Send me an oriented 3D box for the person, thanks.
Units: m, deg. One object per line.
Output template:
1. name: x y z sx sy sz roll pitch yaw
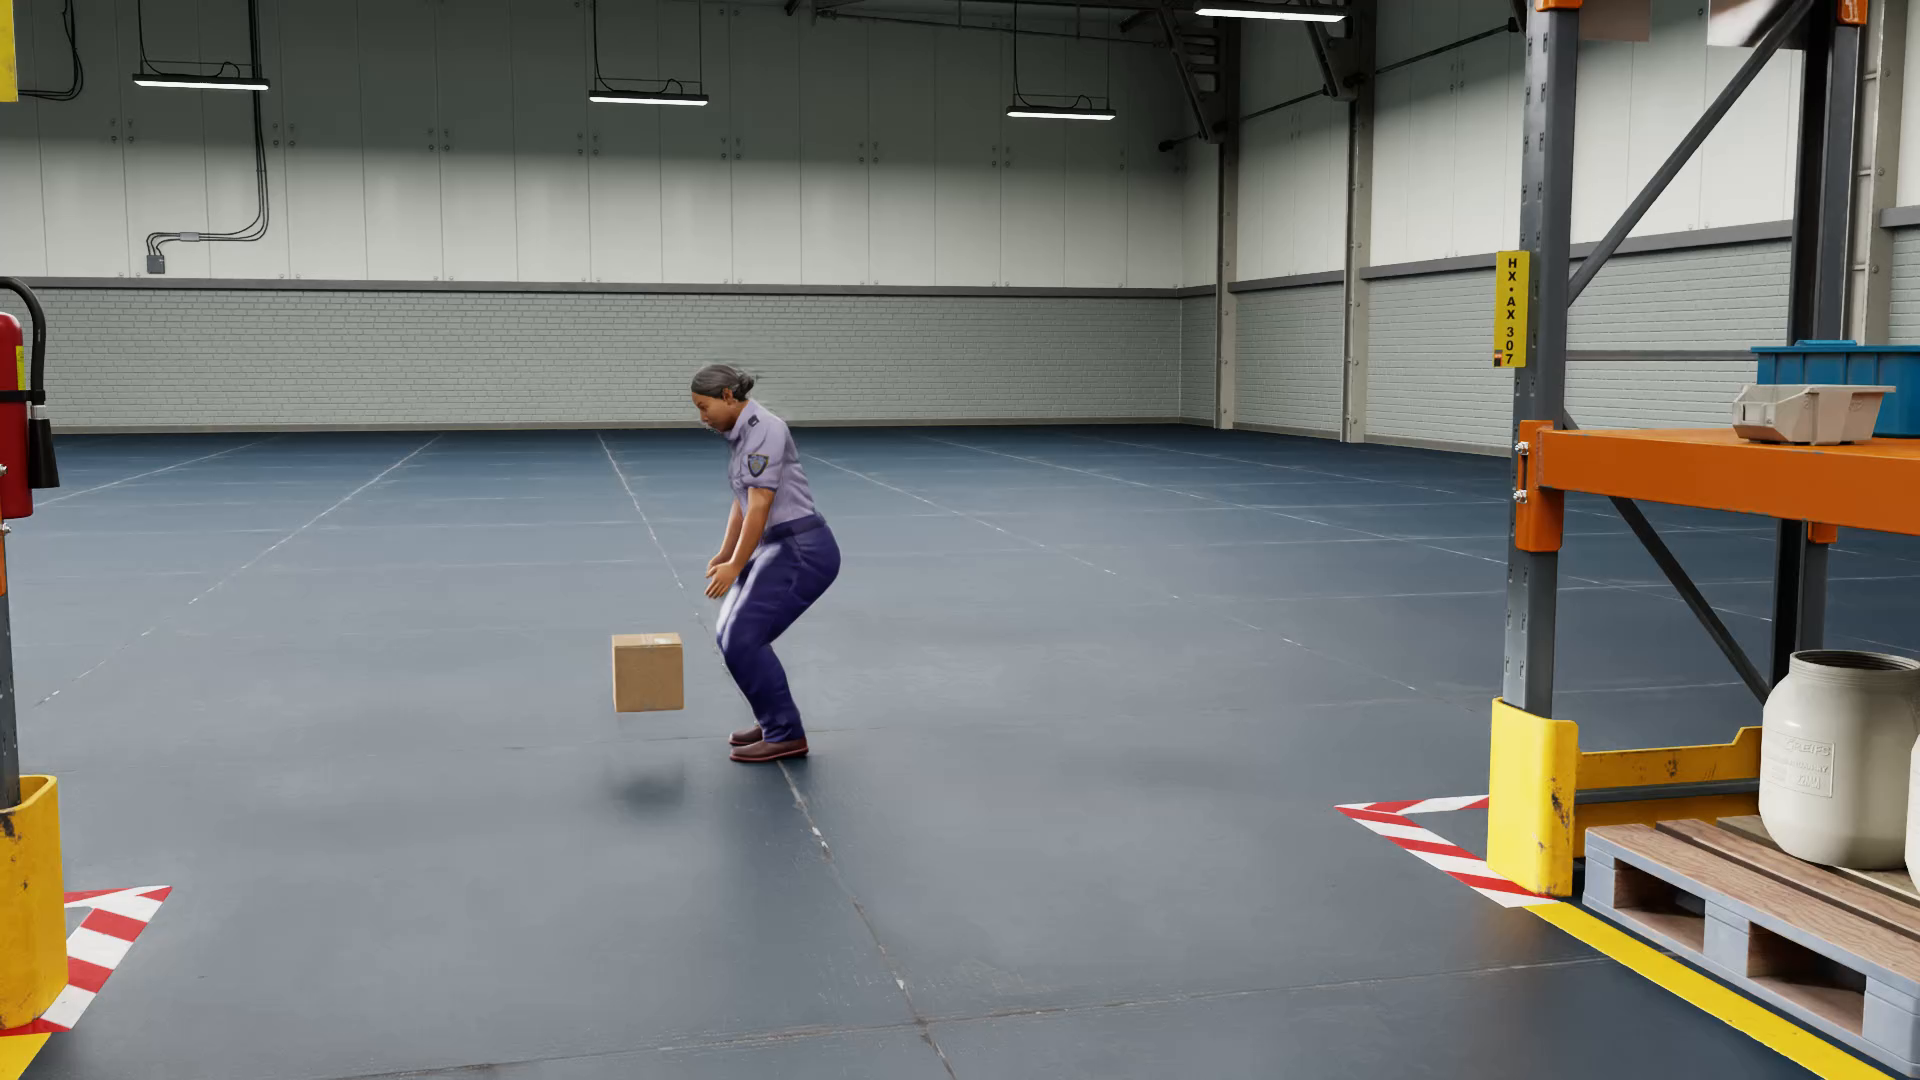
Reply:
1. person: -0.730 0.081 6.305 0.551 1.490 0.525 -1 6 -13
